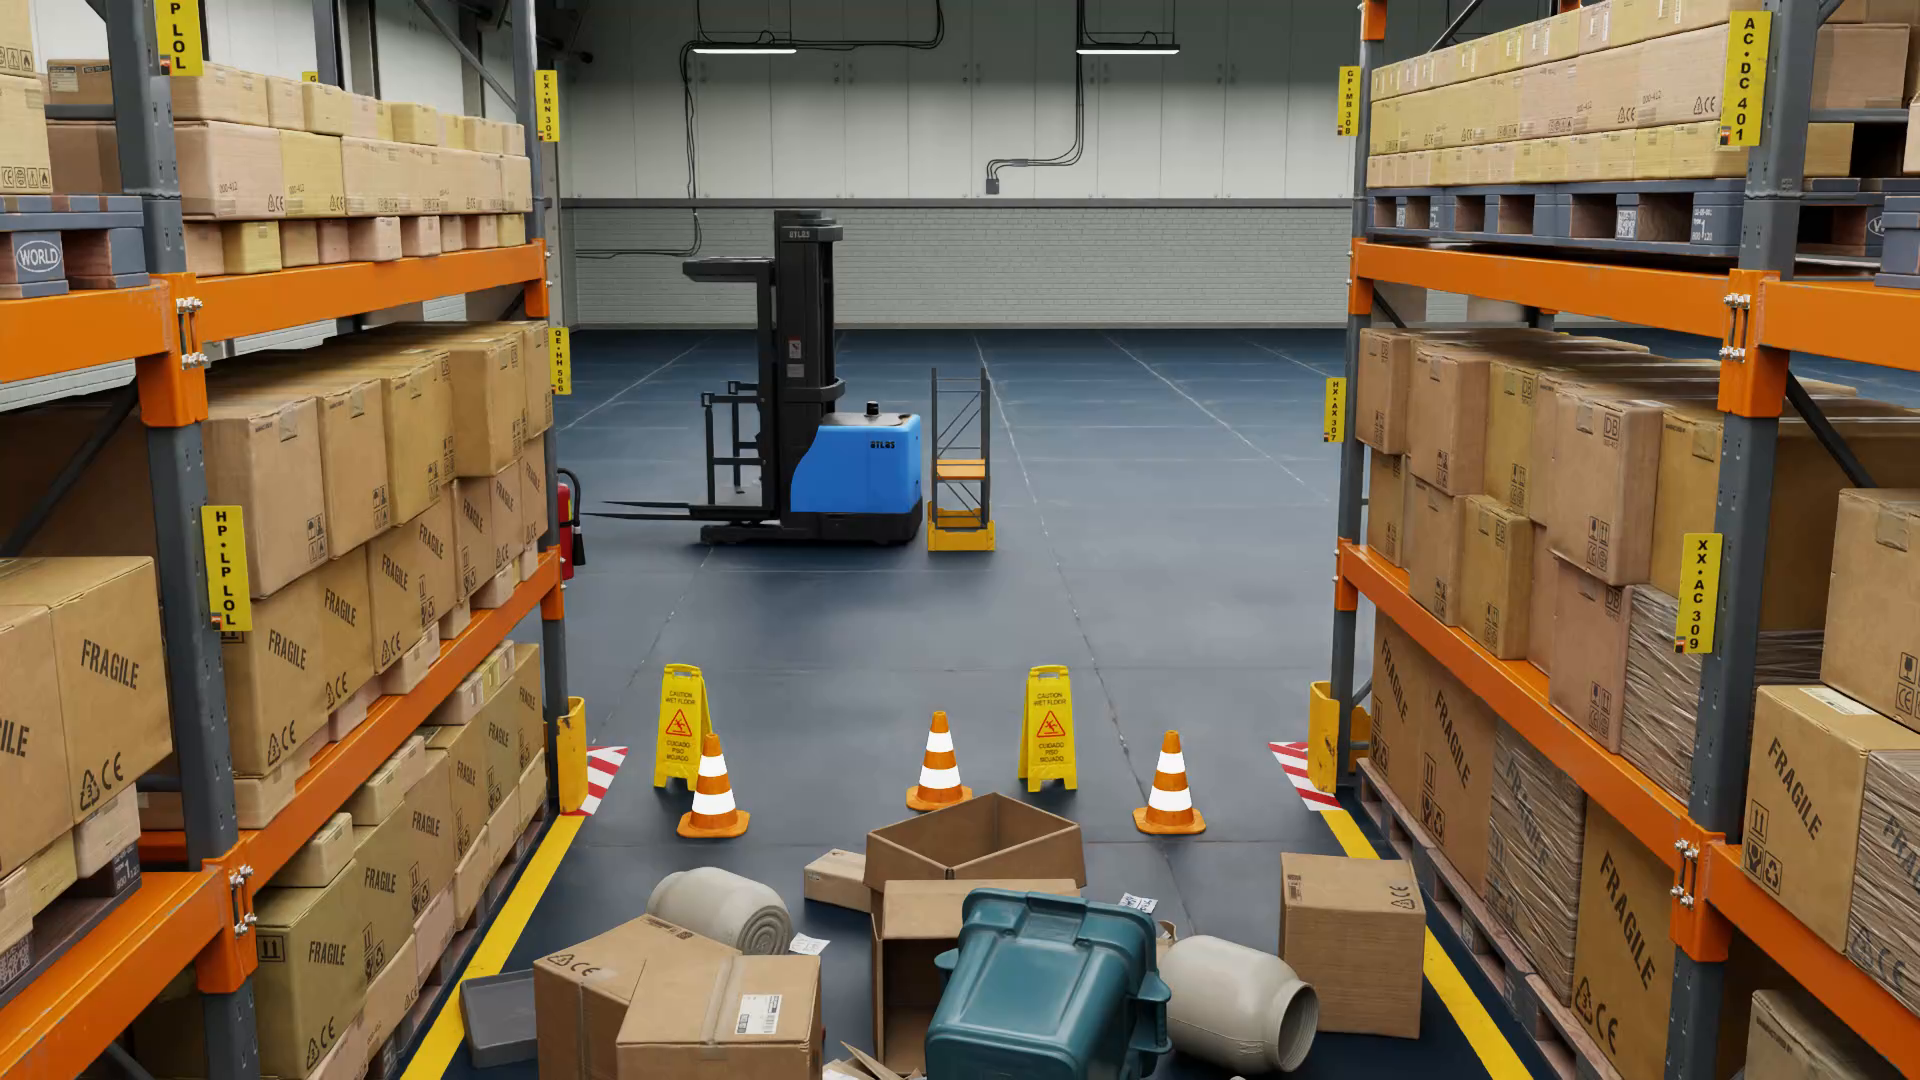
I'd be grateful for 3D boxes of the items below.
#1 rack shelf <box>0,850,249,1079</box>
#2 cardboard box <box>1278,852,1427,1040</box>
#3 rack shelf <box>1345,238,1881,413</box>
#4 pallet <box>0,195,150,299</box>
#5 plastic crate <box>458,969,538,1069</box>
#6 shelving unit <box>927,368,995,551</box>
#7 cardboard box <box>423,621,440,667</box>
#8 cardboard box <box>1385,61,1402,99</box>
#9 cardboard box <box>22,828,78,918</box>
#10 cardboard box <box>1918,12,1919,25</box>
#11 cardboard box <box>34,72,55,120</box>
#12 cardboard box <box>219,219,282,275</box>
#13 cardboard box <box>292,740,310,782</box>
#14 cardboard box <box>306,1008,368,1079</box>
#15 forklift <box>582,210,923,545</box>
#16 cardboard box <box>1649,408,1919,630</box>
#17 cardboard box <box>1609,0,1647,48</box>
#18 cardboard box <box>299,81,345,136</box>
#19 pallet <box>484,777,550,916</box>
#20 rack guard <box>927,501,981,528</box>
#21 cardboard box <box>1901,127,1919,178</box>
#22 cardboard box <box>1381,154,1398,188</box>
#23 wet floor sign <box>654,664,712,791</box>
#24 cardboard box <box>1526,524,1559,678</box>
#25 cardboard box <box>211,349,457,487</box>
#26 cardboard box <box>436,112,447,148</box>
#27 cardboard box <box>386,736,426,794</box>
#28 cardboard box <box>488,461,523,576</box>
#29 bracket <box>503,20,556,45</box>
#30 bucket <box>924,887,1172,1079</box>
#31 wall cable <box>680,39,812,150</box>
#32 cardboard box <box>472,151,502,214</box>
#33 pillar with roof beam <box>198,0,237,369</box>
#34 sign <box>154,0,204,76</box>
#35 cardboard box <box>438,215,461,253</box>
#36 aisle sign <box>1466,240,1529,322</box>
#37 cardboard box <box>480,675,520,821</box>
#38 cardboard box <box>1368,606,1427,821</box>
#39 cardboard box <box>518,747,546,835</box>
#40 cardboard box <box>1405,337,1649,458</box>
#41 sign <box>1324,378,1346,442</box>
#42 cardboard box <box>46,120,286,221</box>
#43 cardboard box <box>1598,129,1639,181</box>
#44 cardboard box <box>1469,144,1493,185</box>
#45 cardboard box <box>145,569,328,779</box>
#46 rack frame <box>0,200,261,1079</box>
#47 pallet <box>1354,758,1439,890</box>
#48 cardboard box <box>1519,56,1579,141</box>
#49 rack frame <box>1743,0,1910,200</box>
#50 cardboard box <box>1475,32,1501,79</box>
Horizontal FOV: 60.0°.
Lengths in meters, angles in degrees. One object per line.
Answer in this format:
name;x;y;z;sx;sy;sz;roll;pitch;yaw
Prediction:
rack shelf;-2.383;1.394;2.452;1.077;0.370;4.000;0;11;-1
cardboard box;1.465;1.523;6.288;0.500;0.500;0.500;2;12;9
rack shelf;2.481;-0.911;6.273;1.077;0.370;4.000;0;11;-1
pallet;-2.518;-0.611;3.454;1.213;0.211;1.003;0;11;-1
plastic crate;-1.637;1.759;6.186;0.402;0.080;0.583;-4;12;-21
shelving unit;-0.002;-0.750;14.985;0.587;1.500;1.083;0;11;-1
cardboard box;-2.160;0.399;6.180;0.380;0.149;0.250;0;11;-1
cardboard box;2.133;-2.067;7.476;0.380;0.149;0.250;0;11;-1
cardboard box;-2.150;0.715;3.566;0.380;0.149;0.250;-1;11;-3
cardboard box;2.855;-1.463;4.499;0.380;0.149;0.250;0;11;-1
cardboard box;-2.731;-1.207;4.547;0.380;0.149;0.250;-1;11;-3
cardboard box;-2.132;-0.818;4.635;0.380;0.149;0.250;0;11;-1
cardboard box;-2.167;0.653;4.927;0.380;0.149;0.250;0;11;0
cardboard box;-2.166;1.667;5.156;0.500;0.250;0.500;-1;11;-4
forklift;-1.900;-1.495;15.056;3.031;2.935;1.130;1;12;6
cardboard box;2.550;-0.073;4.780;0.875;0.550;0.550;0;11;-1
cardboard box;2.187;-1.560;4.981;0.380;0.149;0.250;0;11;-1
cardboard box;-2.114;-1.314;5.074;0.380;0.149;0.250;0;11;-2
pallet;-2.524;1.392;7.666;1.003;0.211;1.213;0;11;-1
rack guard;-0.012;-0.237;15.597;0.587;0.250;0.087;0;11;-1
cardboard box;2.855;-1.072;4.578;0.380;0.149;0.250;0;11;-2
cardboard box;2.133;-1.673;7.542;0.380;0.149;0.250;0;11;-1
wet floor sign;-1.441;0.961;8.702;0.267;0.644;0.232;4;12;18
cardboard box;2.576;0.240;5.956;0.875;0.550;0.550;0;11;-1
cardboard box;-2.290;-0.434;6.139;0.700;0.500;0.500;0;11;-2
cardboard box;-2.262;-1.621;6.589;0.380;0.149;0.250;0;11;-1
cardboard box;-2.130;0.801;5.907;0.380;0.149;0.250;0;11;2
cardboard box;-2.214;-0.140;7.203;0.500;0.500;0.500;0;11;-1
bracket;-8.559;-10.062;32.971;0.076;0.066;4.783;0;11;-1
bucket;0.215;1.445;4.801;0.726;0.611;0.620;4;22;18
wall cable;-5.010;-10.447;39.028;3.097;2.526;0.112;0;11;-1
cardboard box;-2.231;-1.493;6.958;0.500;0.250;0.500;0;11;-2
pillar with roof beam;-4.300;-5.331;18.704;9.100;9.000;0.400;0;11;-1
sign;-1.869;-1.275;3.966;0.100;0.325;0.005;0;11;-1
cardboard box;-2.219;-1.226;6.646;0.380;0.149;0.250;0;11;-2
aisle sign;2.739;-1.481;8.276;0.394;0.787;0.004;0;11;-1
cardboard box;-2.215;0.885;7.126;0.500;0.500;0.500;0;11;1
cardboard box;2.520;0.778;7.965;0.875;0.875;0.875;0;11;-1
cardboard box;-2.221;1.155;7.681;0.500;0.250;0.500;0;11;-1
cardboard box;2.513;-0.611;7.435;0.875;0.550;0.550;0;11;-1
sign;1.885;-0.654;8.360;0.100;0.325;0.005;0;11;-1
cardboard box;-2.159;-0.987;4.464;0.500;0.250;0.500;0;11;-2
cardboard box;2.183;-1.171;5.065;0.380;0.149;0.250;0;11;0
cardboard box;2.159;-1.422;6.306;0.380;0.149;0.250;0;11;-1
cardboard box;-2.154;0.361;4.738;0.500;0.500;0.500;0;11;-1
rack frame;-2.424;0.644;4.340;1.000;3.000;0.127;0;11;-1
pallet;2.535;1.334;7.954;1.003;0.211;1.213;0;11;-1
cardboard box;2.237;-1.490;5.638;0.500;0.250;0.500;0;11;-2
rack frame;2.523;-2.337;3.943;1.000;3.000;0.127;0;11;-1
cardboard box;2.160;-1.813;6.225;0.380;0.149;0.250;0;11;0
